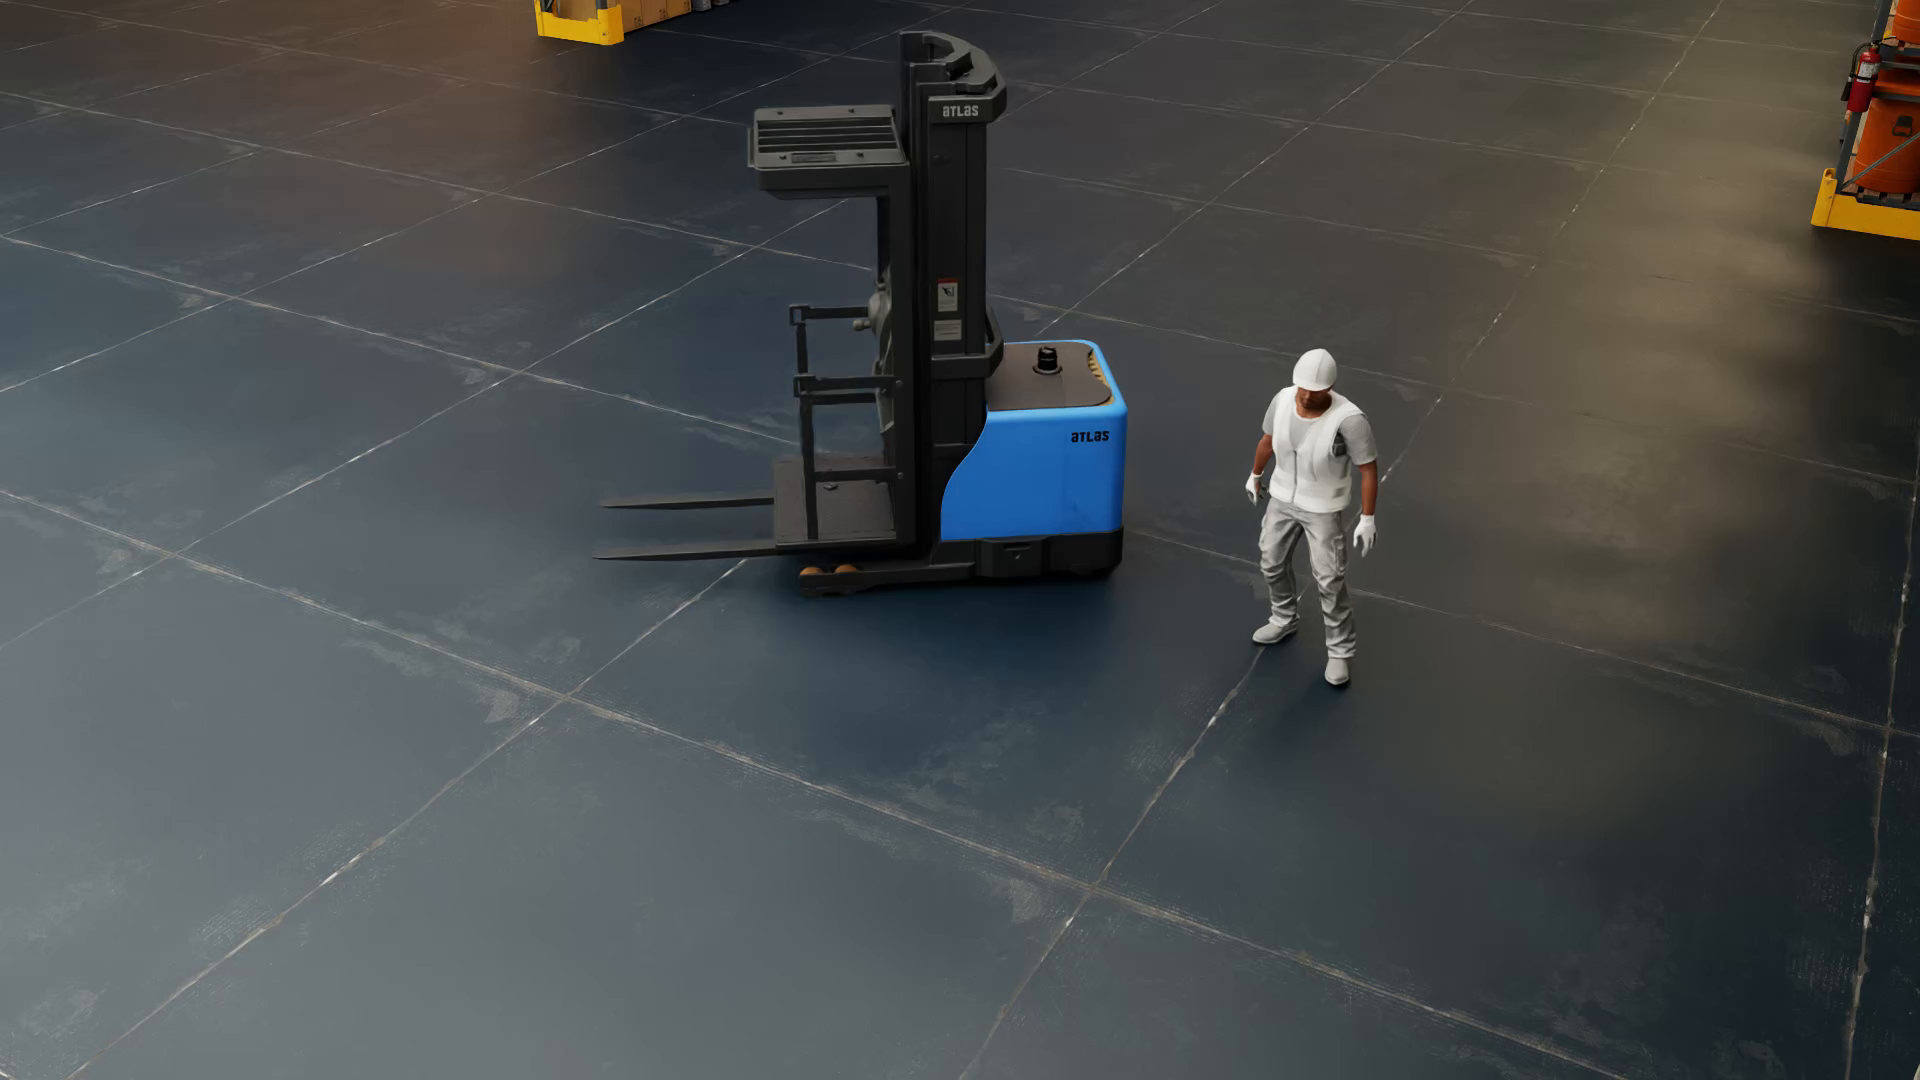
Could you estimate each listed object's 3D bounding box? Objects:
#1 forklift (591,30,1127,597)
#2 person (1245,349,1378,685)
[{"bbox_3d":[-0.614,-1.227,9.197,3.031,2.935,1.130,-3,30,-5],"label":"forklift"},{"bbox_3d":[1.786,-0.181,8.567,0.833,1.752,0.426,25,38,36],"label":"person"}]
